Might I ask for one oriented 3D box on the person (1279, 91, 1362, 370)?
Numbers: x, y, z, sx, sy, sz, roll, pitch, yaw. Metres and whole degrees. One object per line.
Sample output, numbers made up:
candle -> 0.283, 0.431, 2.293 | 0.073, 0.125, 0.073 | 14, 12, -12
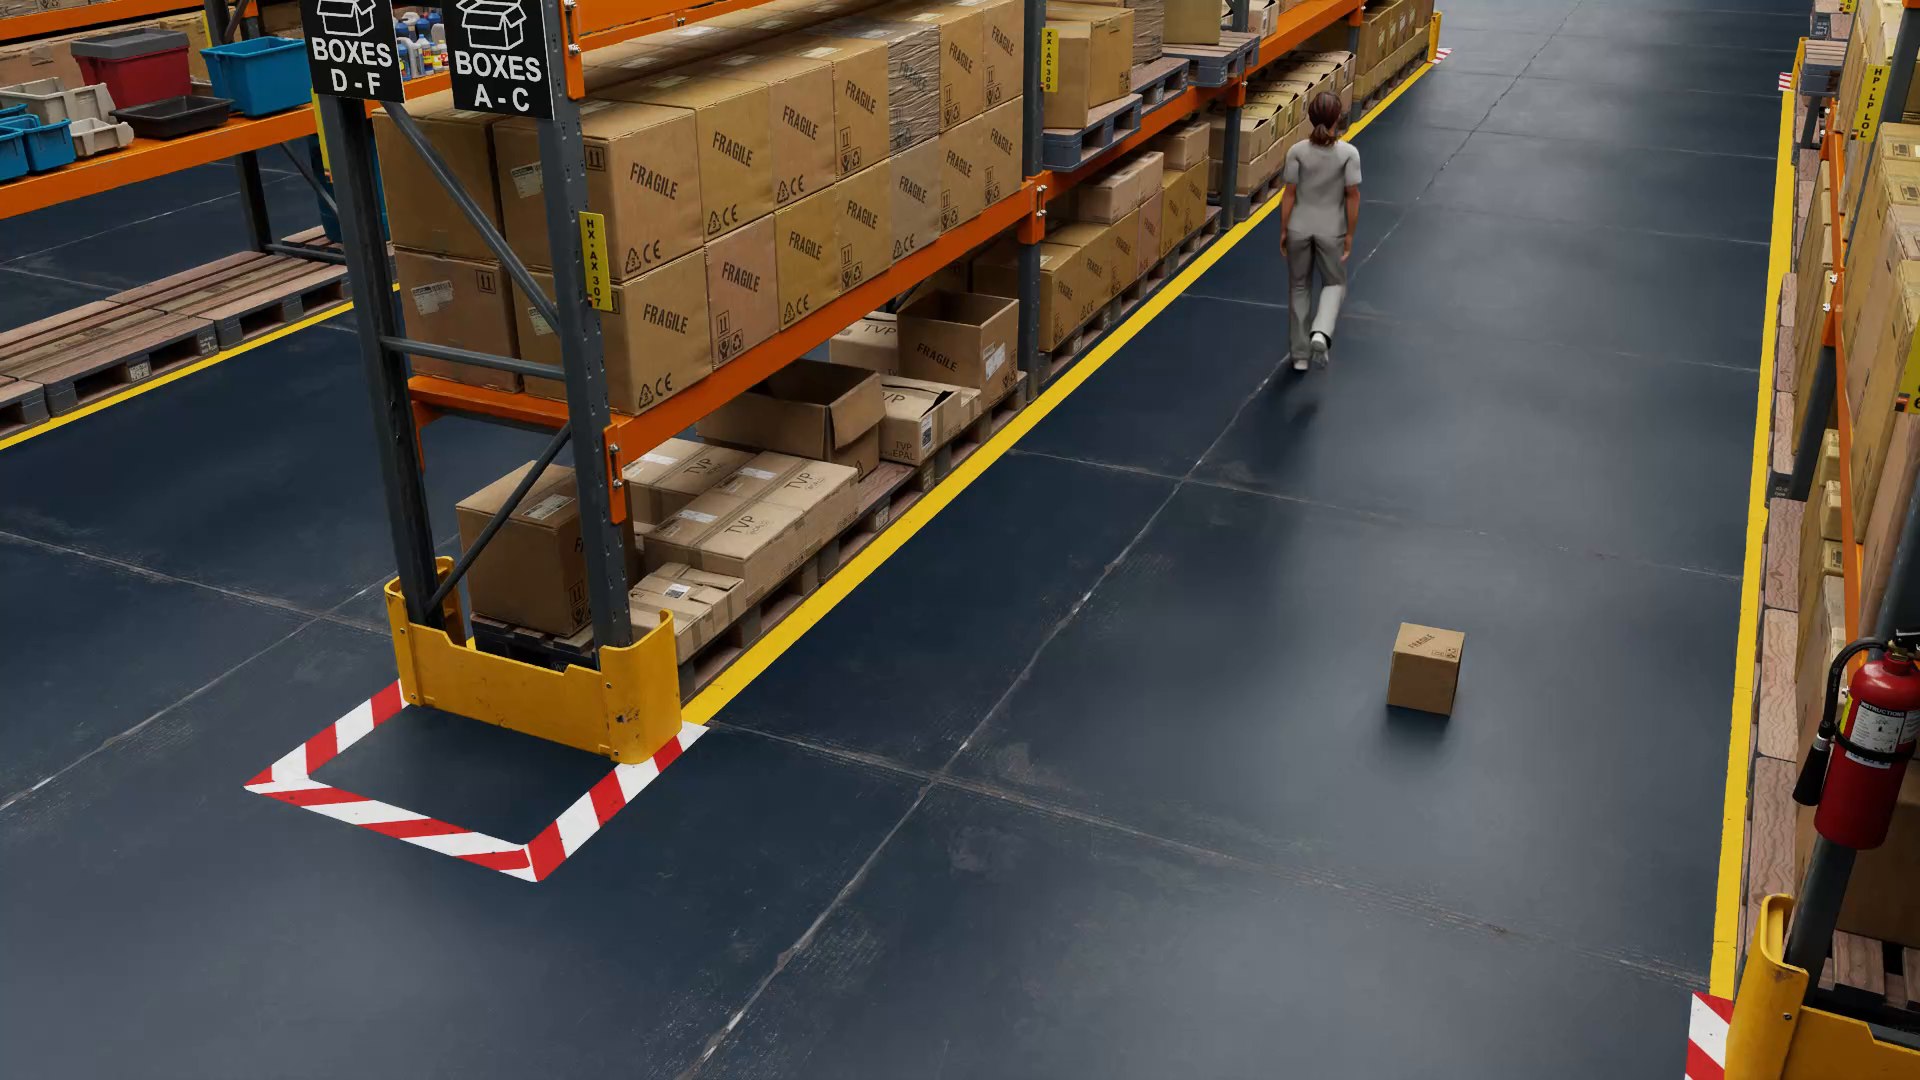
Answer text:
person -> 2.070, -1.760, 9.645 | 0.443, 1.658, 0.597 | 7, 27, 13
